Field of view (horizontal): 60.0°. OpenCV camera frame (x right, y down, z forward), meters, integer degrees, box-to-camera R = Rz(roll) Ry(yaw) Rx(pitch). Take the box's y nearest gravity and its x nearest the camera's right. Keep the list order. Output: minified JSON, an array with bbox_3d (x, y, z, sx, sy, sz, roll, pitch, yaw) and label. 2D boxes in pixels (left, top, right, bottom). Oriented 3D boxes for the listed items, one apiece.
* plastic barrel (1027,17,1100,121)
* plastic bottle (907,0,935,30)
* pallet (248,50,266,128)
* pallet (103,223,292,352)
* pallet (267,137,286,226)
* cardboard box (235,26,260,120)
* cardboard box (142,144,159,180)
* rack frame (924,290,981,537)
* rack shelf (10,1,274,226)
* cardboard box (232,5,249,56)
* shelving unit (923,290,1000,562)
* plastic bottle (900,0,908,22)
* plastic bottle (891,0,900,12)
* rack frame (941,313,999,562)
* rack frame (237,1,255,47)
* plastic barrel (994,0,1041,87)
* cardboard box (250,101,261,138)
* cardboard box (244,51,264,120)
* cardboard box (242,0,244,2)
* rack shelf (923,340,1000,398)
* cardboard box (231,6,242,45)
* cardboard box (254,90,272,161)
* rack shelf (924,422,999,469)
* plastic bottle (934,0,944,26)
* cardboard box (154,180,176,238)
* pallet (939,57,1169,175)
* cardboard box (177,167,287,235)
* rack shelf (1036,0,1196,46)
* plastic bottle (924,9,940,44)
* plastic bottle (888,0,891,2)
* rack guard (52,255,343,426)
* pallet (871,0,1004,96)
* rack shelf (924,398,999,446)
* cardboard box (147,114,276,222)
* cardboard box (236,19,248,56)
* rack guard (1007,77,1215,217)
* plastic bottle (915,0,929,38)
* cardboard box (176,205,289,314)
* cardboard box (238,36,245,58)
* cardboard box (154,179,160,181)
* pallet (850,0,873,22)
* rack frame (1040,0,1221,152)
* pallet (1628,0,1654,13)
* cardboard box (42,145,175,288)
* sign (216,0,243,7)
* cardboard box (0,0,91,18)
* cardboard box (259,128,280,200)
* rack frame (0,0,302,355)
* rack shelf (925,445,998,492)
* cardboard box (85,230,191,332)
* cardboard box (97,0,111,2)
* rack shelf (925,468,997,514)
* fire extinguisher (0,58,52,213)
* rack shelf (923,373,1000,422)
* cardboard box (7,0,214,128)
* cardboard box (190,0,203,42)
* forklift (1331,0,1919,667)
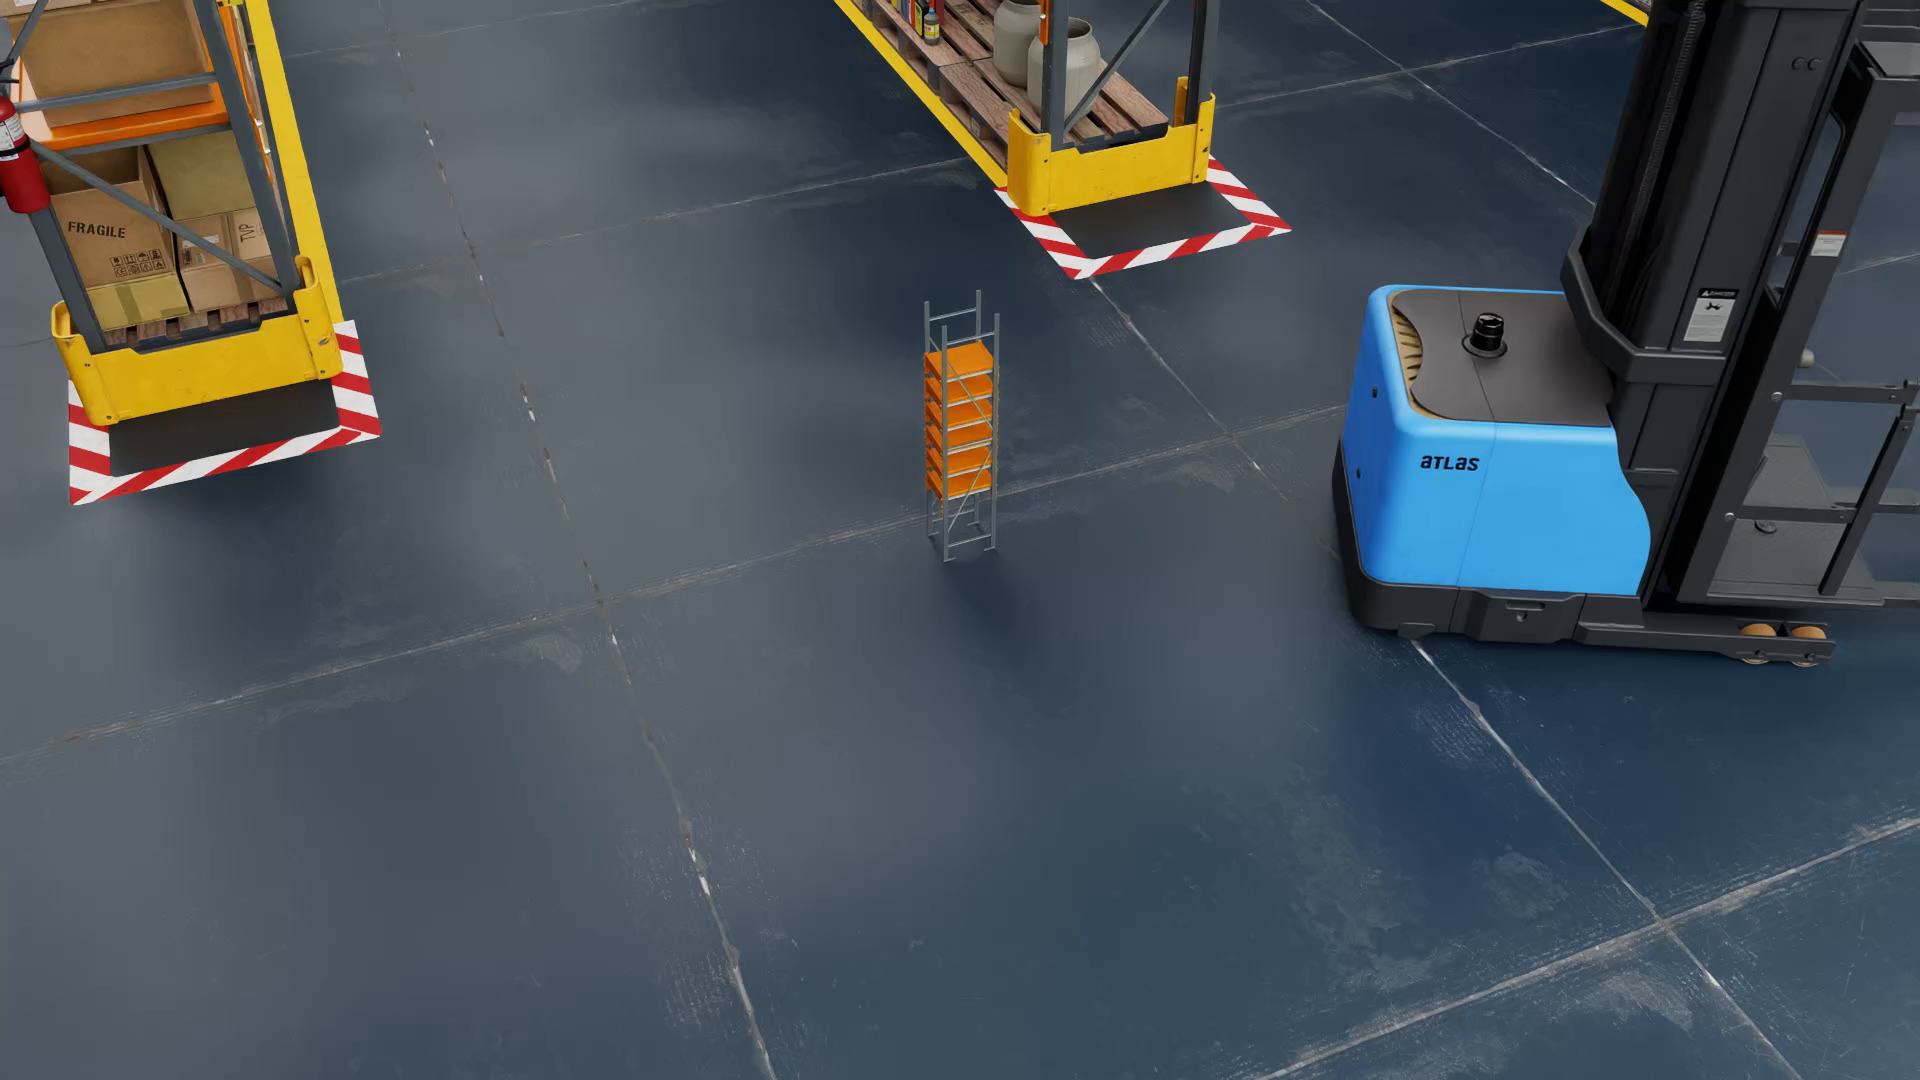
[{"bbox_3d":[0.606,-2.754,9.738,0.421,0.512,0.421,0,41,0],"label":"plastic barrel"},{"bbox_3d":[-0.250,-3.451,10.714,0.152,0.276,0.135,-15,43,-17],"label":"plastic bottle"},{"bbox_3d":[-4.914,-2.790,10.333,1.003,0.211,1.213,-15,43,-17],"label":"pallet"},{"bbox_3d":[-3.980,-1.321,8.624,1.003,0.211,1.213,-15,43,-17],"label":"pallet"},{"bbox_3d":[-4.443,-2.054,9.477,1.003,0.211,1.213,-15,43,-17],"label":"pallet"},{"bbox_3d":[-4.220,-2.611,9.198,0.500,0.500,0.500,-15,43,-17],"label":"cardboard box"},{"bbox_3d":[-4.525,-2.176,8.692,0.500,0.500,0.500,-15,43,-17],"label":"cardboard box"},{"bbox_3d":[-0.029,-0.501,6.913,0.240,1.200,0.006,-15,43,-17],"label":"rack frame"},{"bbox_3d":[-4.414,-2.860,8.826,1.077,0.370,4.000,-15,43,-17],"label":"rack shelf"},{"bbox_3d":[-4.800,-3.229,10.491,0.500,0.250,0.500,-15,43,-17],"label":"cardboard box"},{"bbox_3d":[0.006,-0.446,6.849,0.258,1.200,0.189,-15,43,-17],"label":"shelving unit"},{"bbox_3d":[-0.303,-3.534,10.811,0.152,0.276,0.135,-16,43,-18],"label":"plastic bottle"},{"bbox_3d":[-0.370,-3.661,10.901,0.144,0.351,0.185,-13,42,-15],"label":"plastic bottle"},{"bbox_3d":[0.041,-0.391,6.785,0.240,1.200,0.006,-15,43,-17],"label":"rack frame"},{"bbox_3d":[-5.180,-4.337,9.993,1.000,3.000,0.127,-15,43,-17],"label":"rack frame"},{"bbox_3d":[0.415,-3.056,10.090,0.421,0.512,0.421,0,41,0],"label":"plastic barrel"},{"bbox_3d":[-4.045,-2.306,8.842,0.500,0.500,0.500,-15,43,-17],"label":"cardboard box"},{"bbox_3d":[-4.413,-2.628,9.792,0.500,0.250,0.500,-15,43,-17],"label":"cardboard box"},{"bbox_3d":[-5.105,-3.759,11.107,0.500,0.250,0.500,-16,43,-18],"label":"cardboard box"},{"bbox_3d":[0.006,-0.685,6.643,0.258,0.103,0.180,-15,43,-17],"label":"rack shelf"},{"bbox_3d":[-4.620,-3.209,9.893,0.500,0.500,0.500,-15,43,-17],"label":"cardboard box"},{"bbox_3d":[-4.221,-2.327,9.442,0.500,0.250,0.500,-15,43,-17],"label":"cardboard box"},{"bbox_3d":[0.006,-0.413,6.878,0.258,0.103,0.180,-15,43,-17],"label":"rack shelf"},{"bbox_3d":[-0.152,-3.480,10.743,0.061,0.283,0.133,-15,43,-17],"label":"plastic bottle"},{"bbox_3d":[-4.330,-1.592,8.587,0.500,0.250,0.500,-15,43,-17],"label":"cardboard box"},{"bbox_3d":[0.550,-2.628,10.145,1.003,0.211,1.213,-15,43,-17],"label":"pallet"},{"bbox_3d":[-3.843,-1.723,8.740,0.500,0.250,0.500,-15,43,-17],"label":"cardboard box"},{"bbox_3d":[0.164,-4.093,10.261,1.077,0.370,4.000,-15,43,-17],"label":"rack shelf"},{"bbox_3d":[-0.179,-3.264,10.554,0.097,0.201,0.097,0,41,0],"label":"plastic bottle"},{"bbox_3d":[-0.441,-3.773,11.032,0.144,0.351,0.185,-15,43,-17],"label":"plastic bottle"},{"bbox_3d":[-3.640,-0.965,7.989,1.175,0.500,0.348,-15,43,-17],"label":"rack guard"},{"bbox_3d":[0.087,-3.362,10.998,1.003,0.211,1.213,-15,43,-17],"label":"pallet"},{"bbox_3d":[0.006,-0.504,6.799,0.258,0.103,0.180,-15,43,-17],"label":"rack shelf"},{"bbox_3d":[-3.842,-2.008,8.496,0.500,0.500,0.500,-15,43,-17],"label":"cardboard box"},{"bbox_3d":[-4.618,-2.925,10.138,0.500,0.250,0.500,-15,43,-17],"label":"cardboard box"},{"bbox_3d":[0.856,-2.247,9.480,1.175,0.500,0.348,-15,43,-17],"label":"rack guard"},{"bbox_3d":[-0.240,-3.361,10.603,0.061,0.283,0.133,-14,43,-16],"label":"plastic bottle"},{"bbox_3d":[-3.649,-1.423,8.391,0.500,0.250,0.500,-15,43,-17],"label":"cardboard box"},{"bbox_3d":[-4.425,-2.909,9.544,0.500,0.500,0.500,-15,43,-17],"label":"cardboard box"},{"bbox_3d":[-4.523,-1.892,8.937,0.500,0.250,0.500,-15,43,-17],"label":"cardboard box"},{"bbox_3d":[-0.383,-4.098,11.854,1.003,0.211,1.213,-15,43,-17],"label":"pallet"},{"bbox_3d":[0.929,-3.161,8.625,1.000,3.000,0.127,-15,43,-17],"label":"rack frame"},{"bbox_3d":[5.198,-3.883,11.604,1.003,0.211,1.213,-15,43,-17],"label":"pallet"},{"bbox_3d":[-4.129,-1.577,7.995,0.500,0.500,0.500,-15,43,-17],"label":"cardboard box"},{"bbox_3d":[-3.134,-2.421,7.040,0.100,0.325,0.005,-15,43,-17],"label":"sign"},{"bbox_3d":[-3.971,-2.394,7.159,0.380,0.149,0.250,-16,43,-18],"label":"cardboard box"},{"bbox_3d":[-4.034,-2.024,9.090,0.500,0.250,0.500,-15,43,-17],"label":"cardboard box"},{"bbox_3d":[-3.649,-1.928,7.191,1.000,3.000,0.127,-15,43,-17],"label":"rack frame"},{"bbox_3d":[0.006,-0.322,6.956,0.258,0.103,0.180,-15,43,-17],"label":"rack shelf"},{"bbox_3d":[-4.127,-1.294,8.240,0.500,0.250,0.500,-15,43,-17],"label":"cardboard box"},{"bbox_3d":[-3.600,-2.501,7.284,0.380,0.149,0.250,-15,43,-17],"label":"cardboard box"},{"bbox_3d":[0.006,-0.231,7.034,0.258,0.103,0.180,-15,43,-17],"label":"rack shelf"},{"bbox_3d":[-4.033,-1.711,6.999,0.296,0.674,0.183,-15,43,-17],"label":"fire extinguisher"},{"bbox_3d":[0.006,-0.594,6.721,0.258,0.103,0.180,-15,43,-17],"label":"rack shelf"},{"bbox_3d":[-3.816,-2.250,7.489,0.700,0.500,0.500,-15,43,-17],"label":"cardboard box"},{"bbox_3d":[-4.021,-2.565,7.856,0.700,0.500,0.500,-14,43,-16],"label":"cardboard box"},{"bbox_3d":[3.139,-0.967,6.126,3.031,2.935,1.130,3,41,3],"label":"forklift"}]
